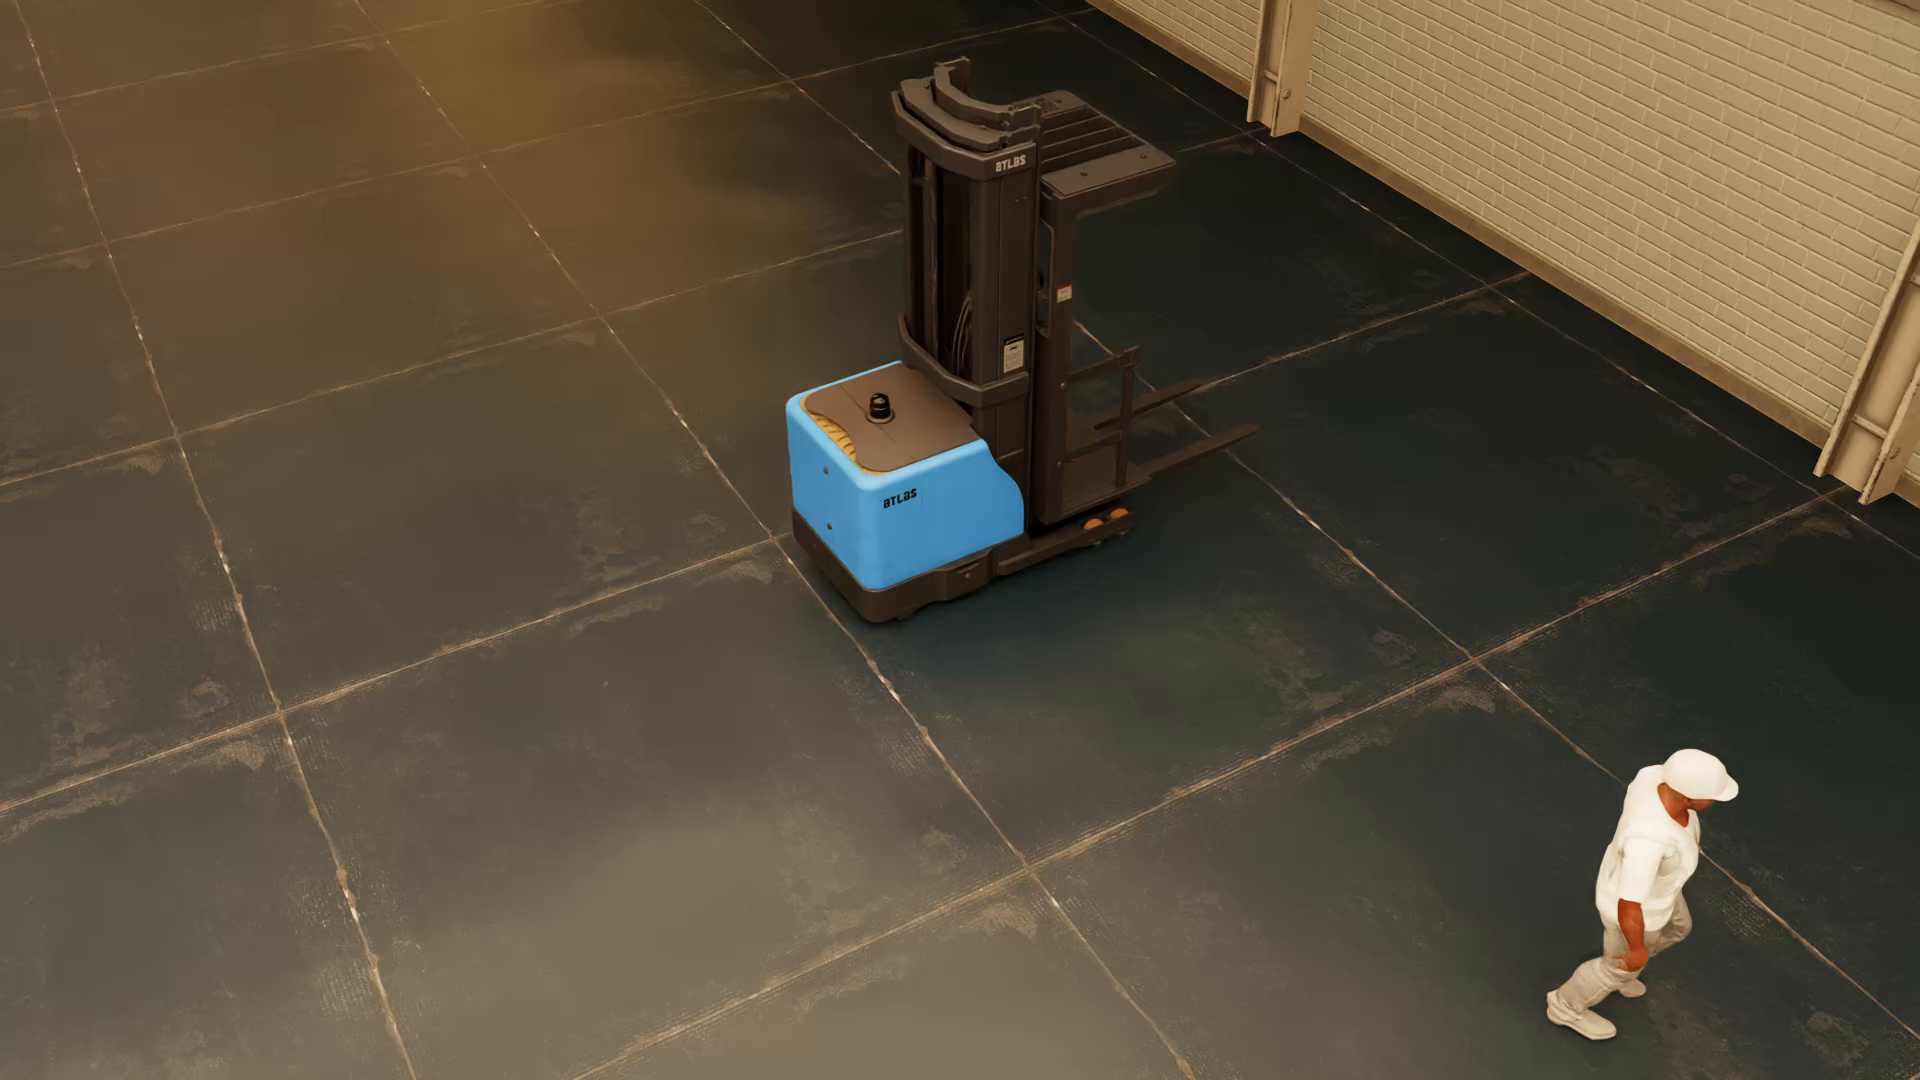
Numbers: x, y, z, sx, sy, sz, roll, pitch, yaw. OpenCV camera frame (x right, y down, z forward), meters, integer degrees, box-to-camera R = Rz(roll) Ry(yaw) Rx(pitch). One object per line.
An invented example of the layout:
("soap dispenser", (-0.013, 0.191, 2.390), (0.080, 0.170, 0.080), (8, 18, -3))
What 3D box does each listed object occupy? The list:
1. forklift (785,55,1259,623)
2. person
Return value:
("forklift", (0.494, -1.360, 9.676), (3.031, 2.935, 1.130), (-22, 44, -24))
("person", (2.952, 1.544, 7.138), (0.498, 1.786, 0.677), (15, 42, 17))
